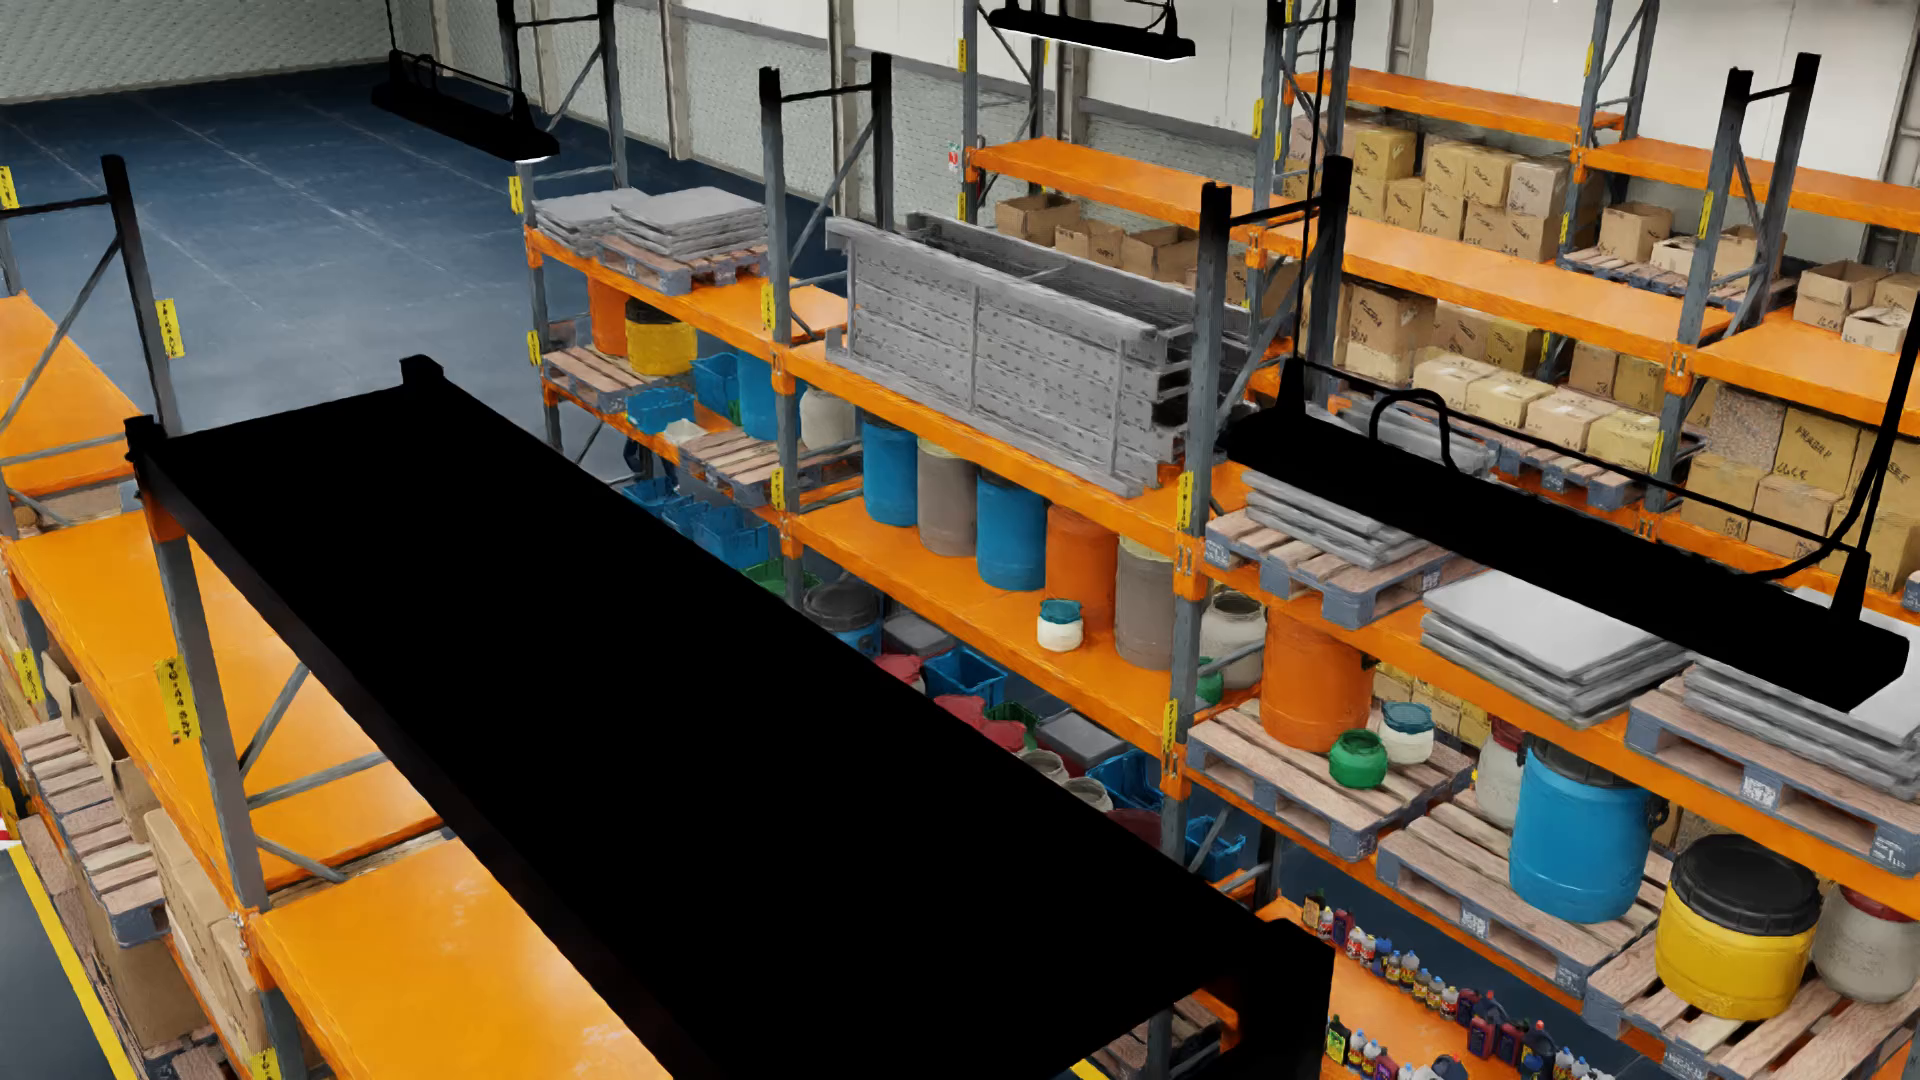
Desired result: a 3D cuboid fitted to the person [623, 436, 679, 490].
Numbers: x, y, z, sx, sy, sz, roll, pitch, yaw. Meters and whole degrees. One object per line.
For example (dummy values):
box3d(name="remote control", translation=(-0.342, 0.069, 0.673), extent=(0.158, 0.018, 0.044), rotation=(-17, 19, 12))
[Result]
box3d(name="person", translation=(-3.651, -1.284, 19.144), extent=(0.618, 1.548, 0.597), rotation=(19, 32, 34))
